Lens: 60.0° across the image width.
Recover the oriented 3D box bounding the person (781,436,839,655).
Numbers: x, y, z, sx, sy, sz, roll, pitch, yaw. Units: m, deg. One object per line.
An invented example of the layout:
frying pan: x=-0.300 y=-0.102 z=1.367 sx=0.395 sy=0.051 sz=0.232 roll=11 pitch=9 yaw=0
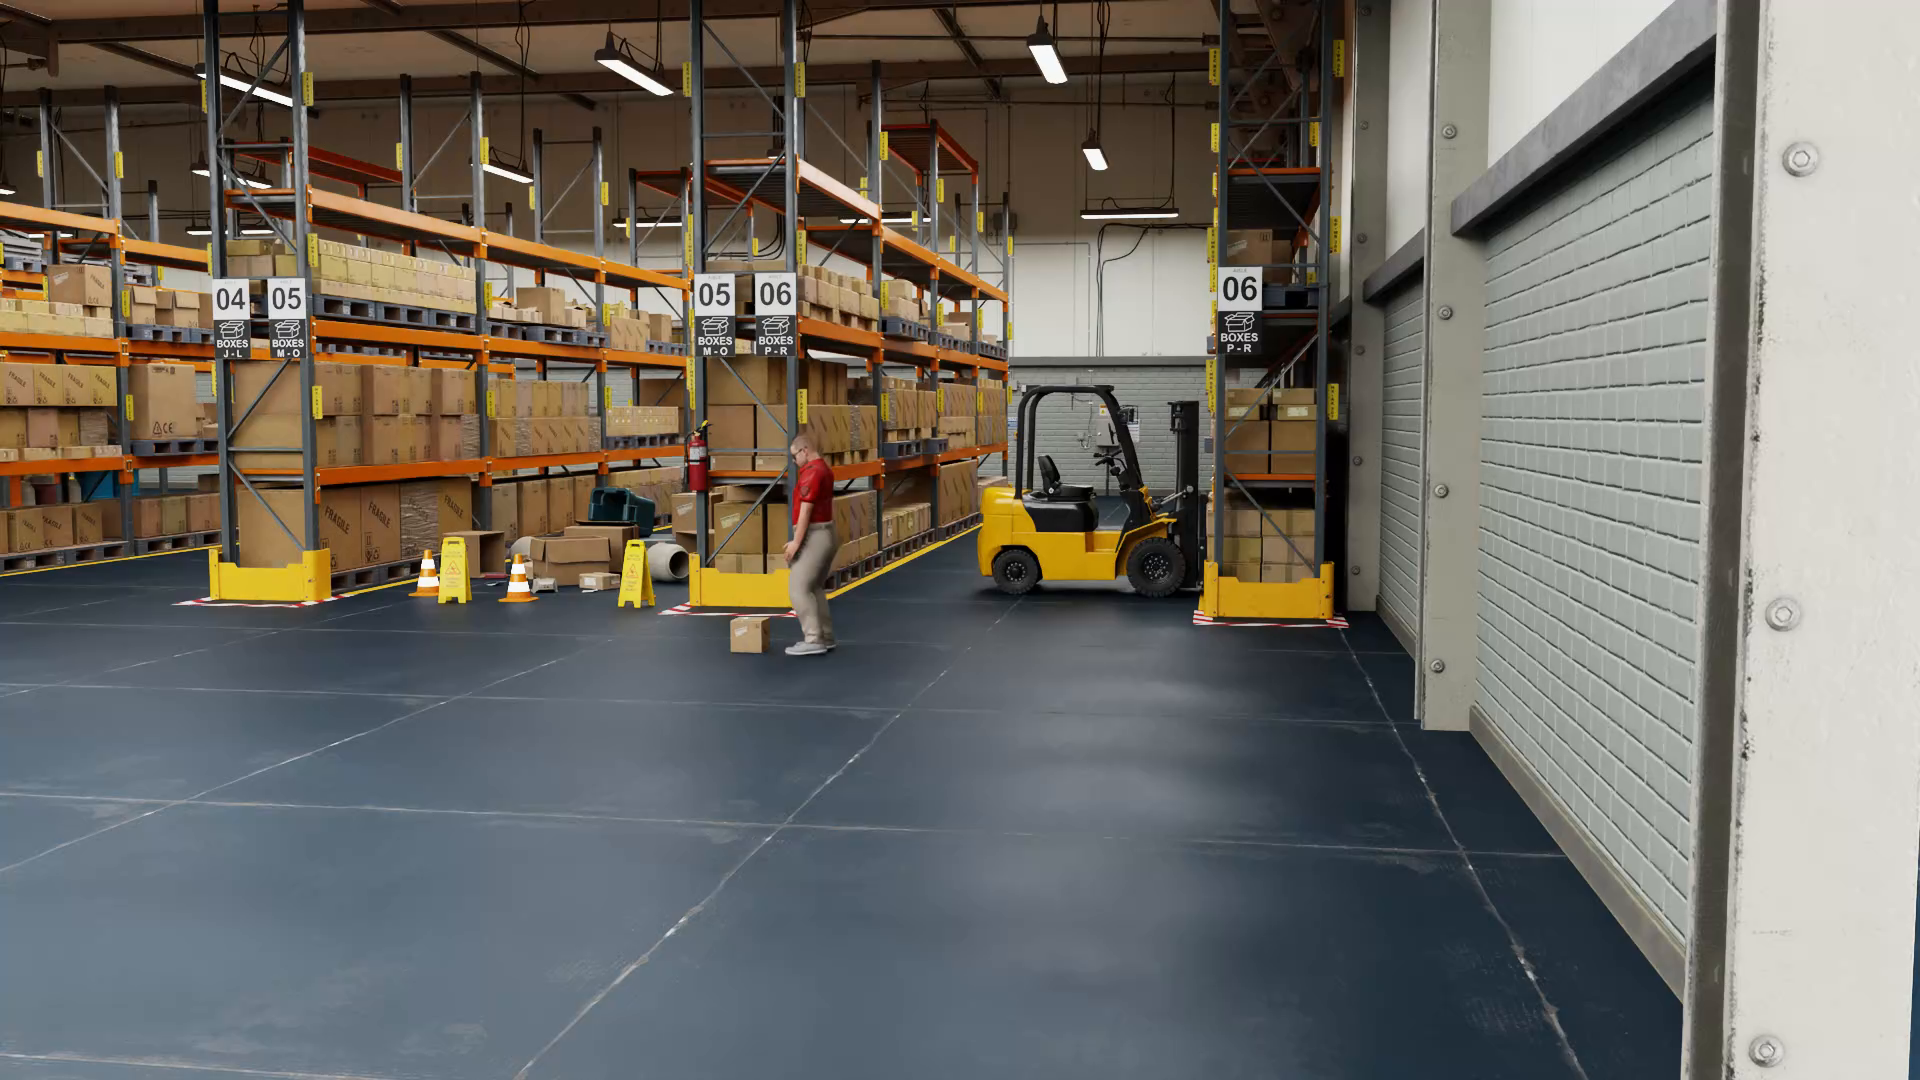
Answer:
person: x=-1.156 y=0.041 z=12.978 sx=0.382 sy=1.700 sz=0.547 roll=1 pitch=5 yaw=10
